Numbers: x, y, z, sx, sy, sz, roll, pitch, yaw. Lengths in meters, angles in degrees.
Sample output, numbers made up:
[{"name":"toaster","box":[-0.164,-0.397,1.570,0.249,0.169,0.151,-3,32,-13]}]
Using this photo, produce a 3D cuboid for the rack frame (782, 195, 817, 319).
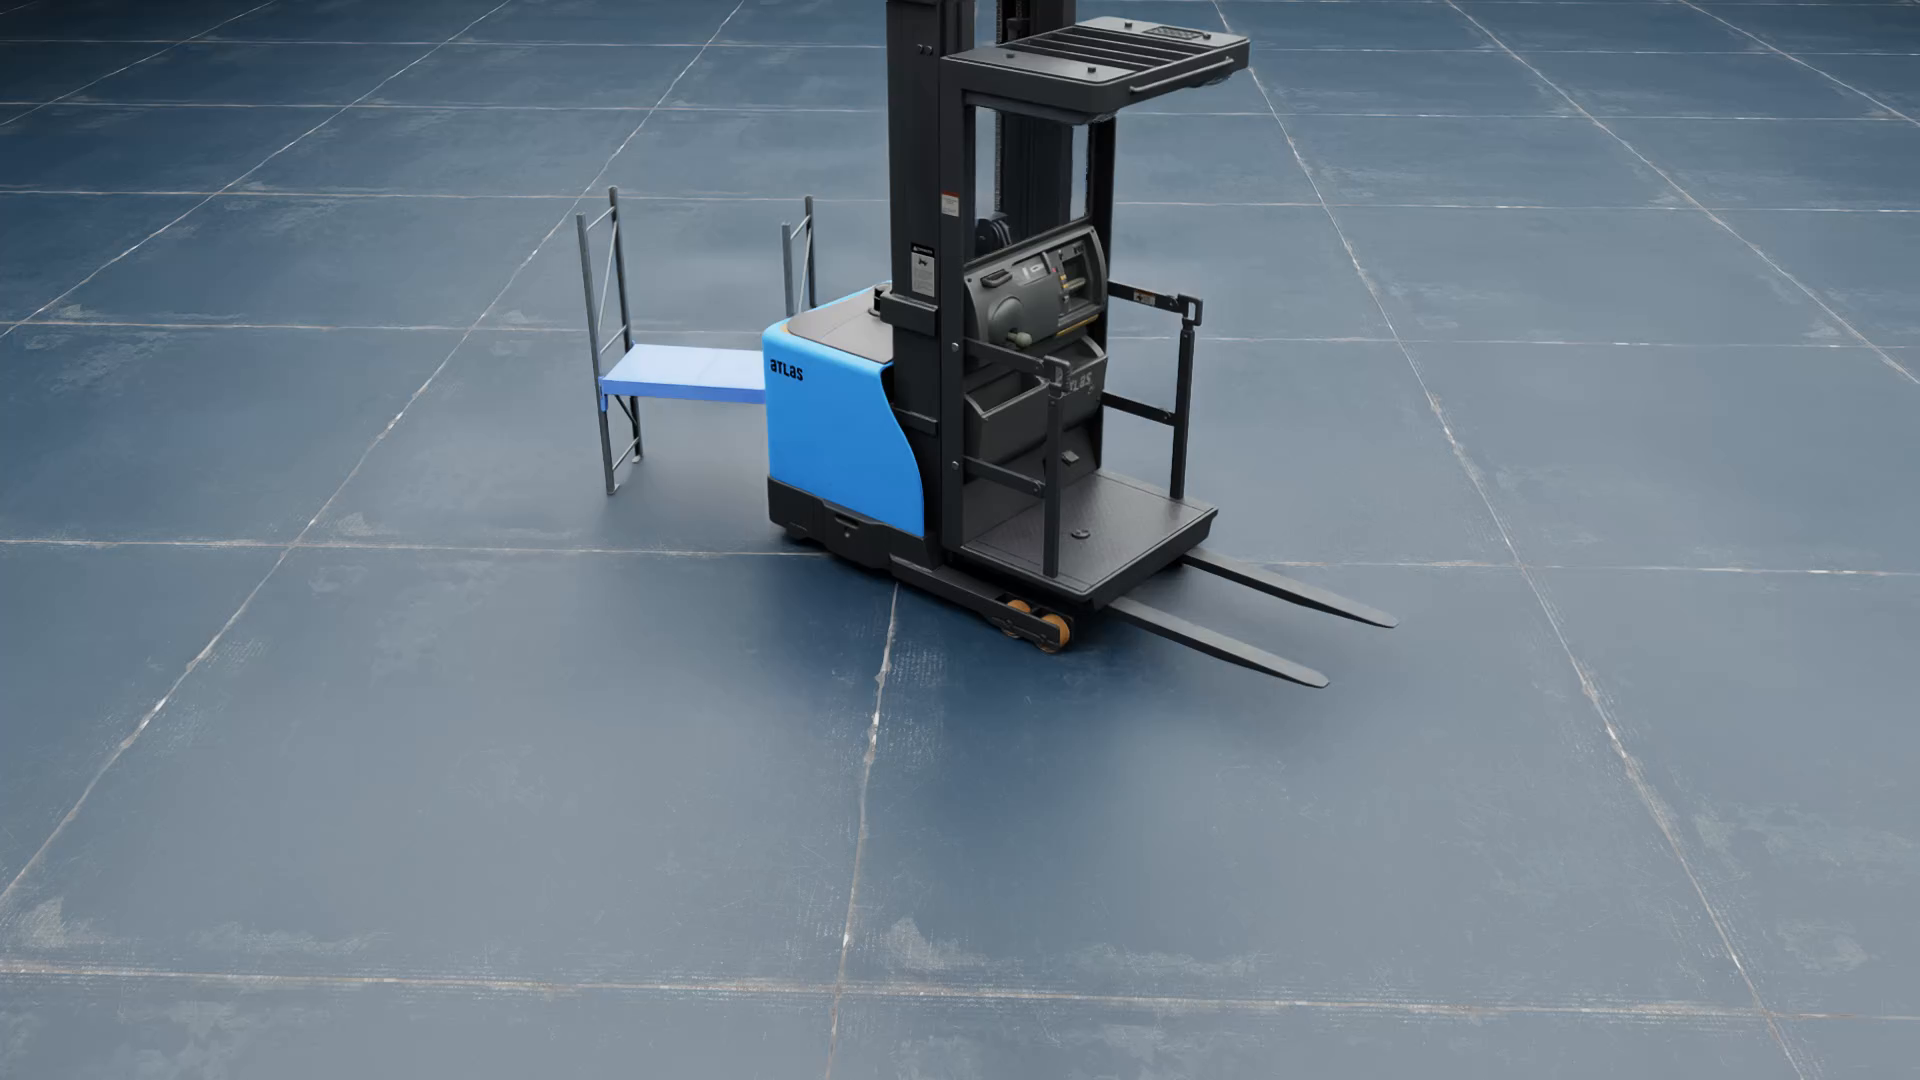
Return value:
[{"name":"rack frame","box":[-0.789,-0.942,8.426,0.032,1.500,0.500,4,28,8]}]

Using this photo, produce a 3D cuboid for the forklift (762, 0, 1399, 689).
[{"name":"forklift","box":[0.503,-1.080,7.158,3.031,2.935,1.130,21,35,34]}]

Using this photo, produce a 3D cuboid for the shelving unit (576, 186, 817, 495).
[{"name":"shelving unit","box":[-1.291,-0.979,8.496,1.048,1.500,0.538,4,28,8]}]

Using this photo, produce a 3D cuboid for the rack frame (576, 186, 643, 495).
[{"name":"rack frame","box":[-1.793,-1.017,8.566,0.032,1.500,0.500,4,28,8]}]

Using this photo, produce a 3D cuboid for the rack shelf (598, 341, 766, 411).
[{"name":"rack shelf","box":[-1.291,-0.820,8.580,1.000,0.185,0.538,4,28,8]}]
